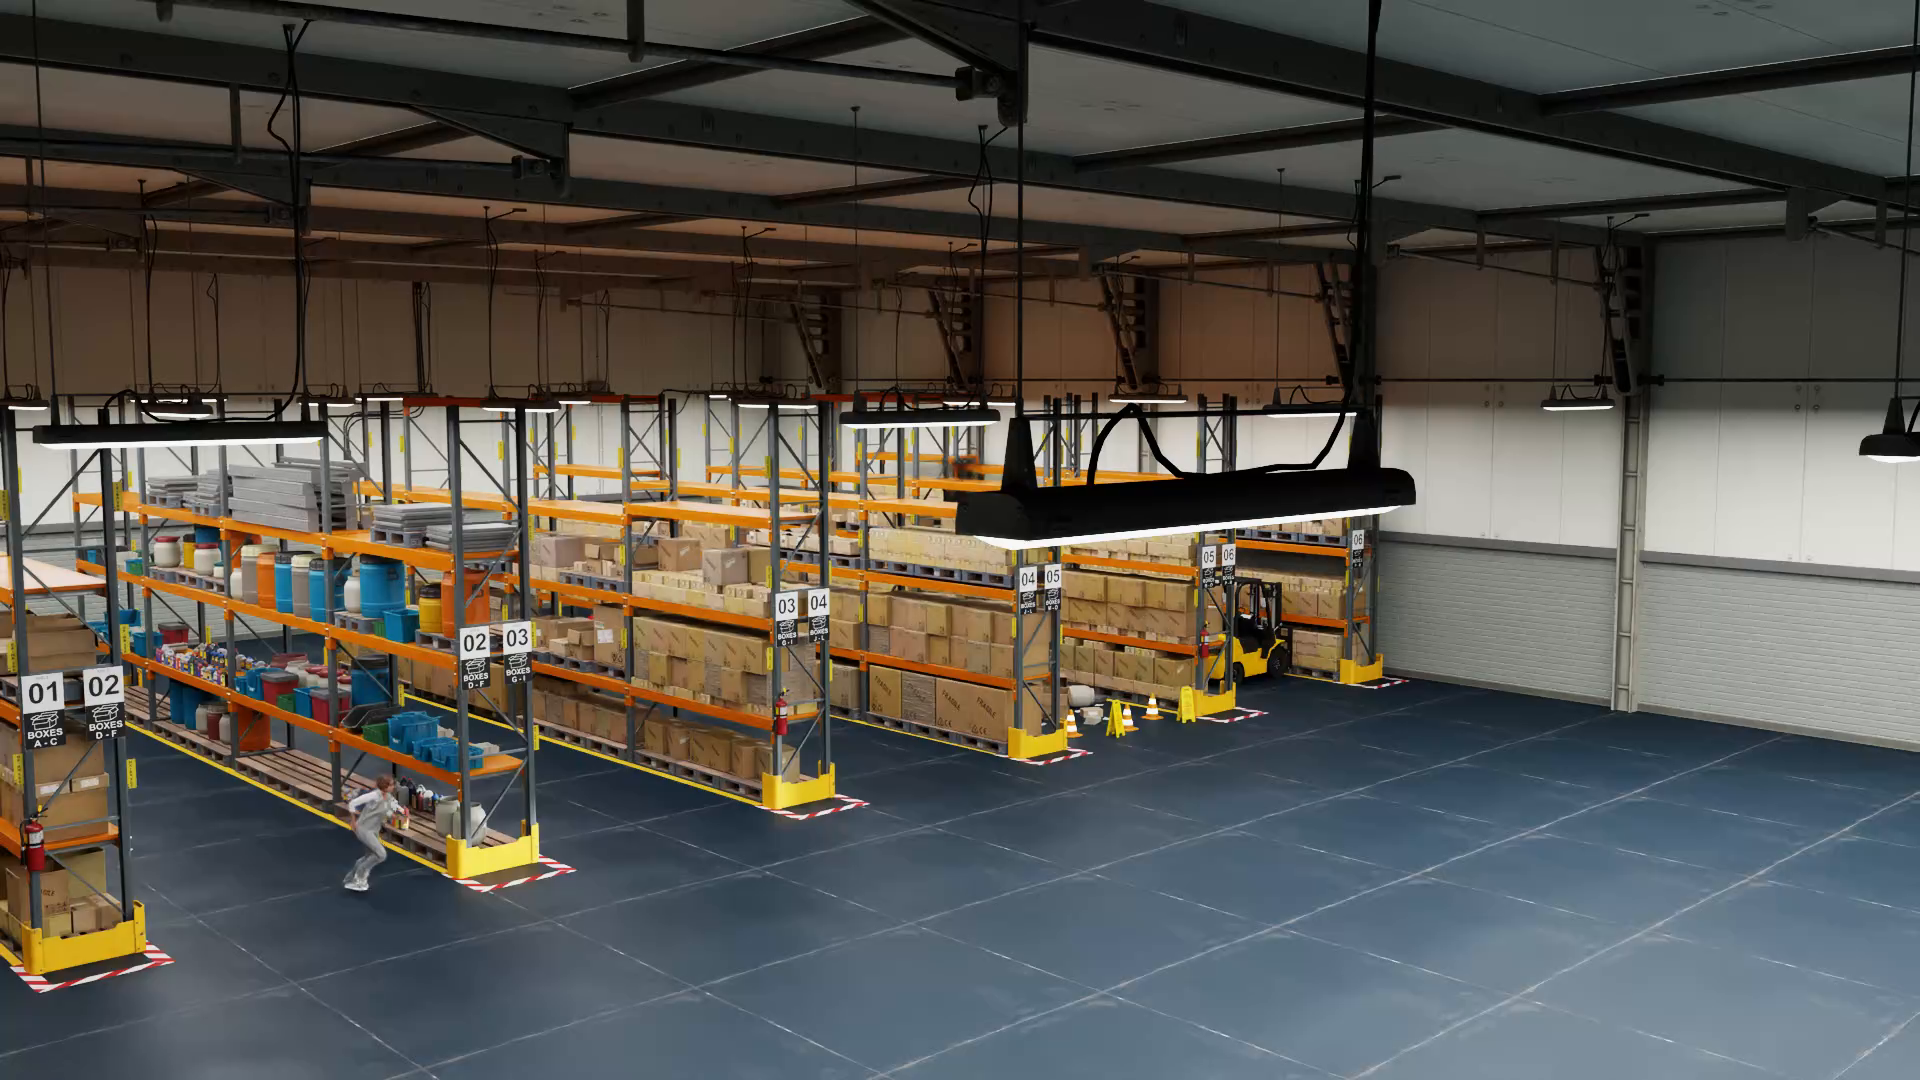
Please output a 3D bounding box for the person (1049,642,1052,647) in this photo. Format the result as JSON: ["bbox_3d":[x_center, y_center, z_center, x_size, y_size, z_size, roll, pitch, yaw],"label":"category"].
[{"bbox_3d":[1.896,1.829,37.663,0.732,1.575,0.581,5,8,43],"label":"person"}]

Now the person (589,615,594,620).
[{"bbox_3d":[-7.287,2.326,32.651,0.669,1.735,0.581,4,7,33],"label":"person"}]
